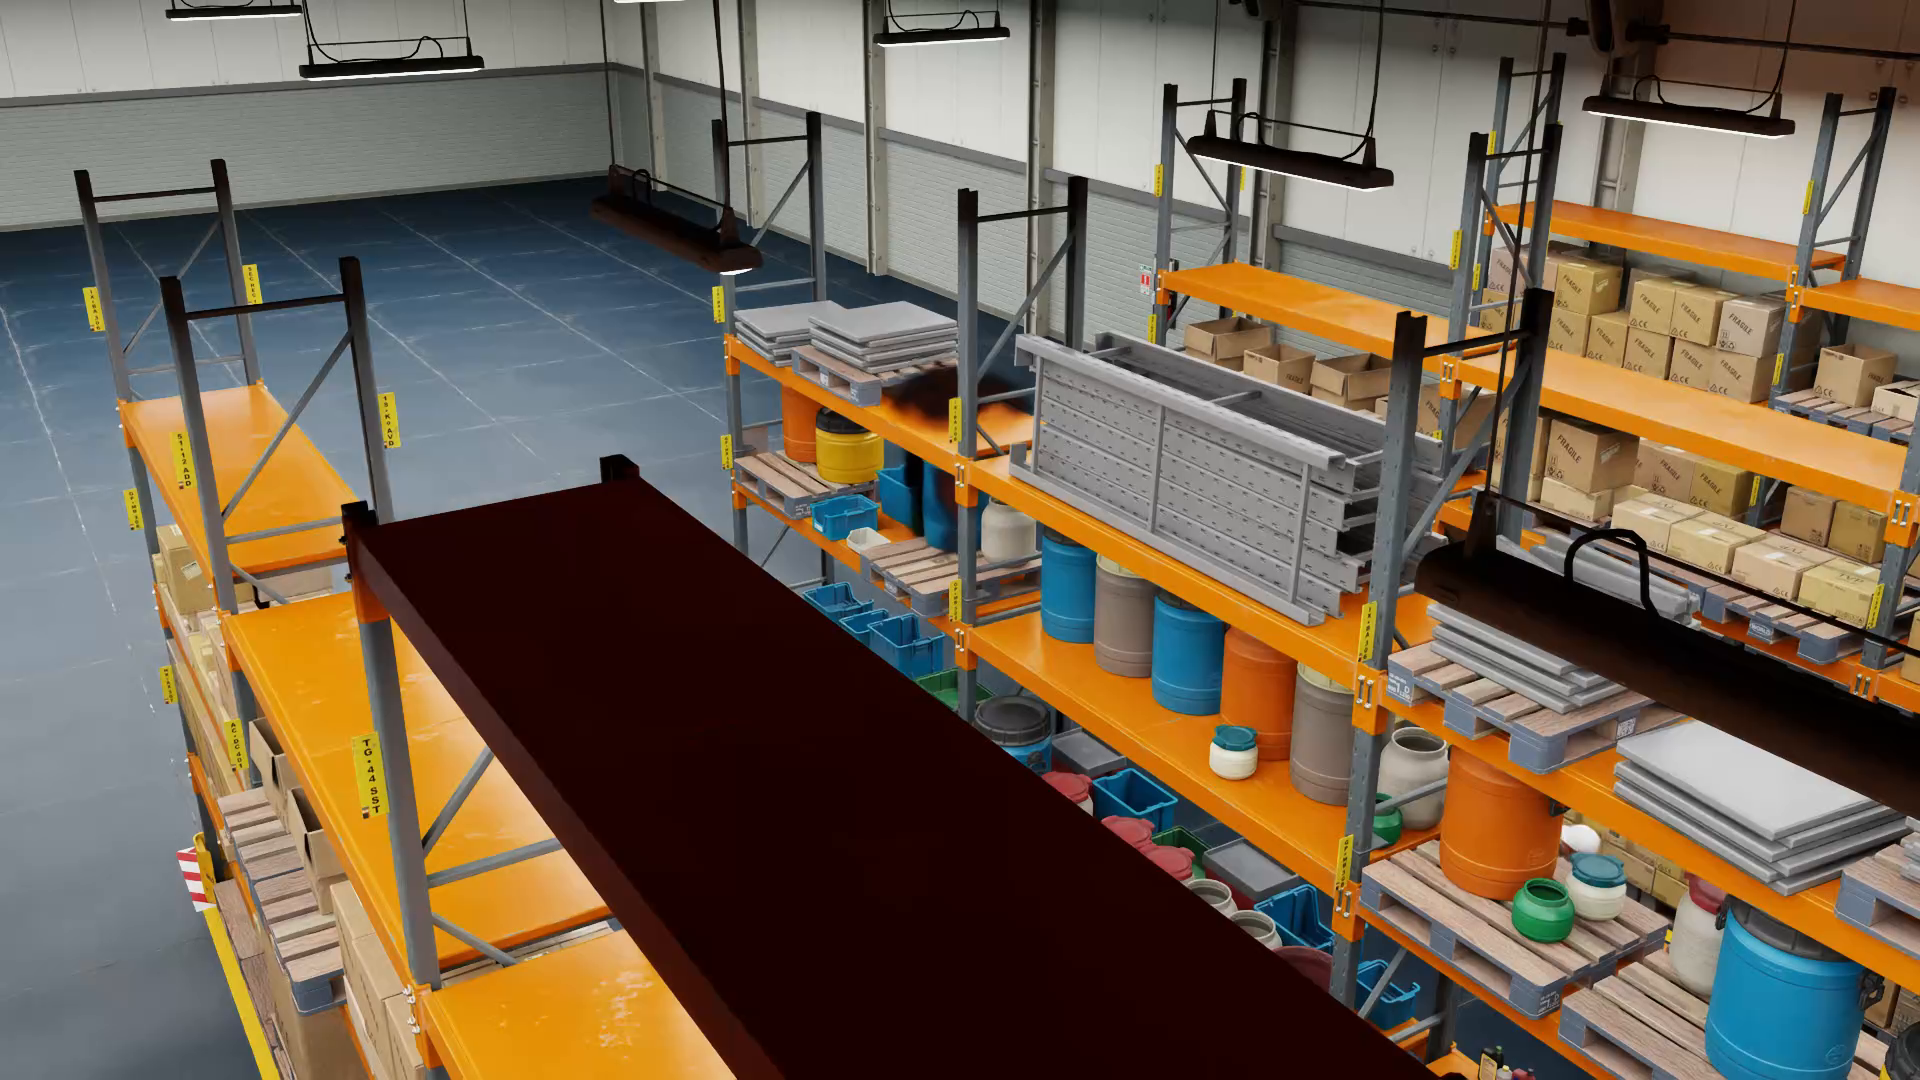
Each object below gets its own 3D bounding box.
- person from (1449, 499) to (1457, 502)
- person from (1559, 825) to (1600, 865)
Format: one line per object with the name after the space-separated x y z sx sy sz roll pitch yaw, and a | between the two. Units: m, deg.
5.435 0.039 18.987 1.010 1.728 0.506 14 26 30 | person
4.353 2.775 12.161 0.536 1.722 1.041 -9 23 -21 | person
